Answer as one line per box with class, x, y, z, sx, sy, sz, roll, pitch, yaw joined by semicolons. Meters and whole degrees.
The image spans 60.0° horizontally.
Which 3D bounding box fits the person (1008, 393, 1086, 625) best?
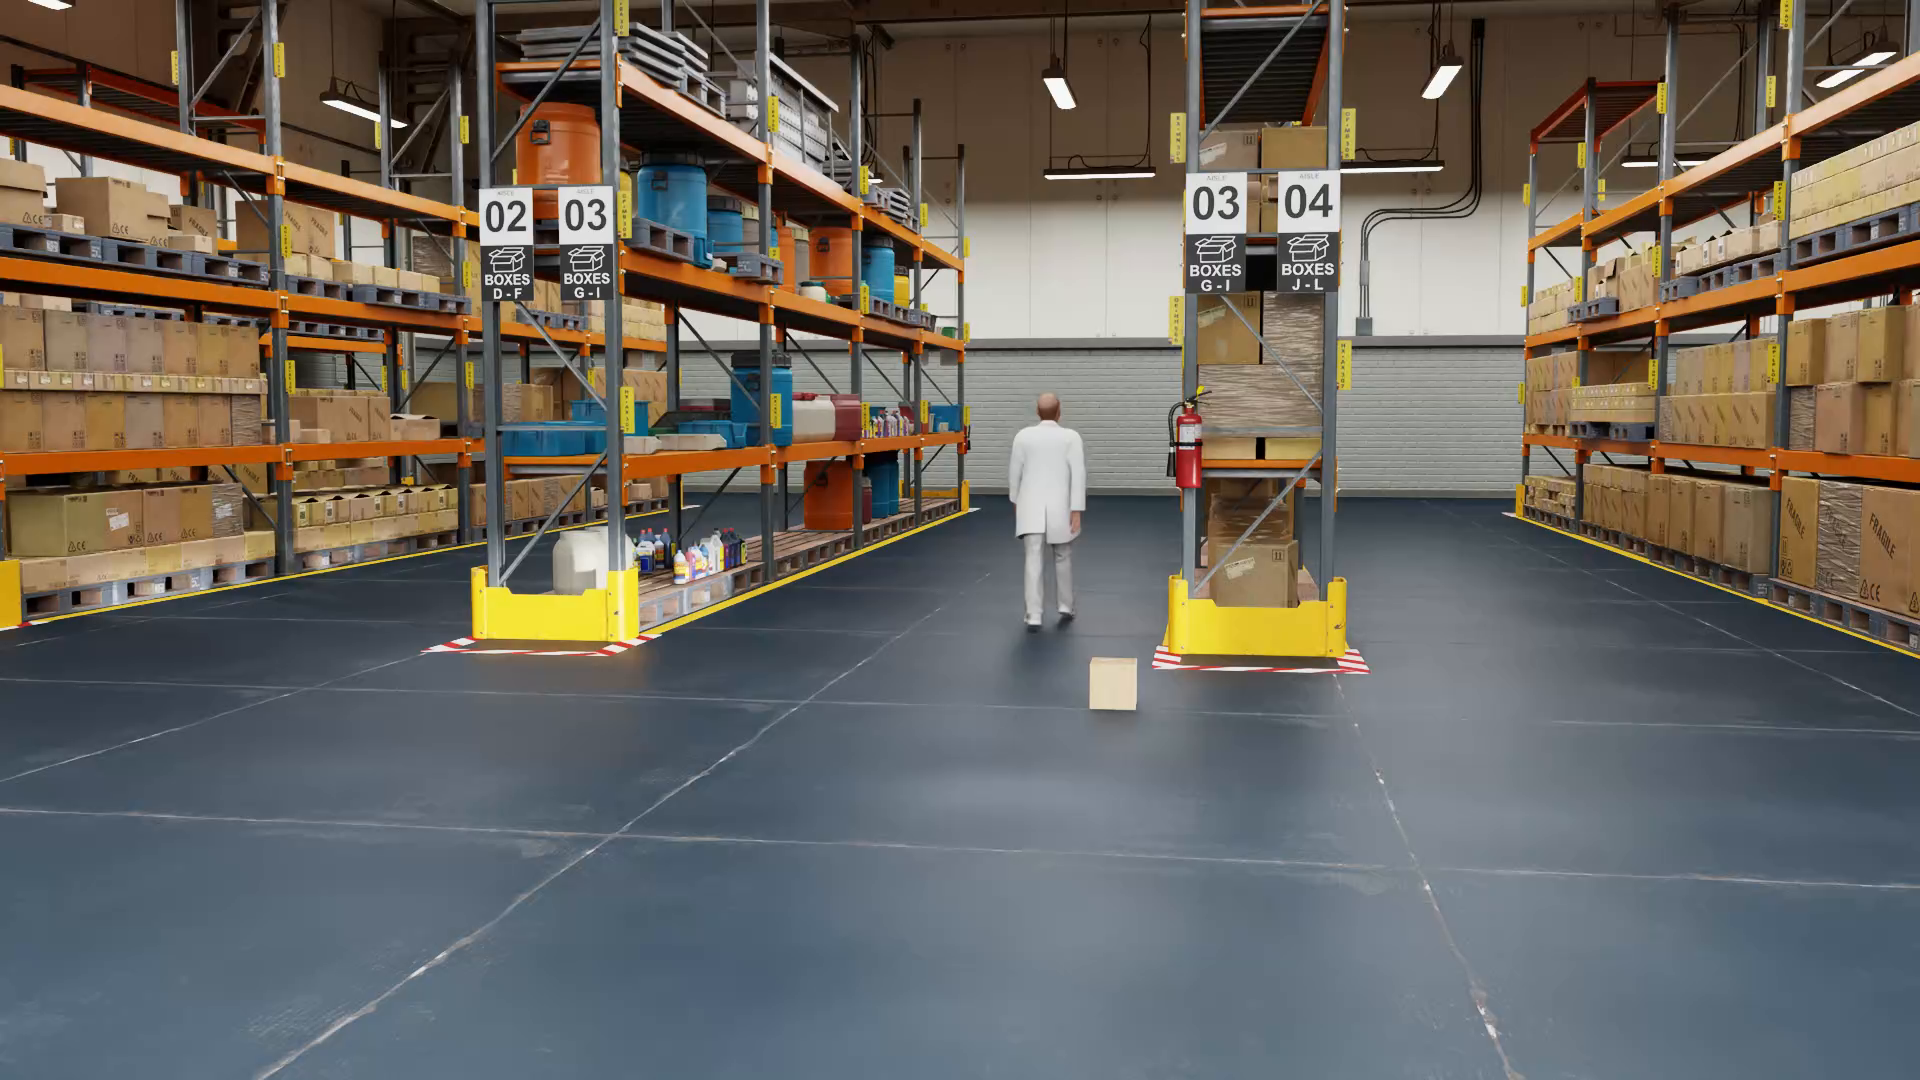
person;0.664;-0.255;12.732;0.587;1.738;0.988;0;4;2
